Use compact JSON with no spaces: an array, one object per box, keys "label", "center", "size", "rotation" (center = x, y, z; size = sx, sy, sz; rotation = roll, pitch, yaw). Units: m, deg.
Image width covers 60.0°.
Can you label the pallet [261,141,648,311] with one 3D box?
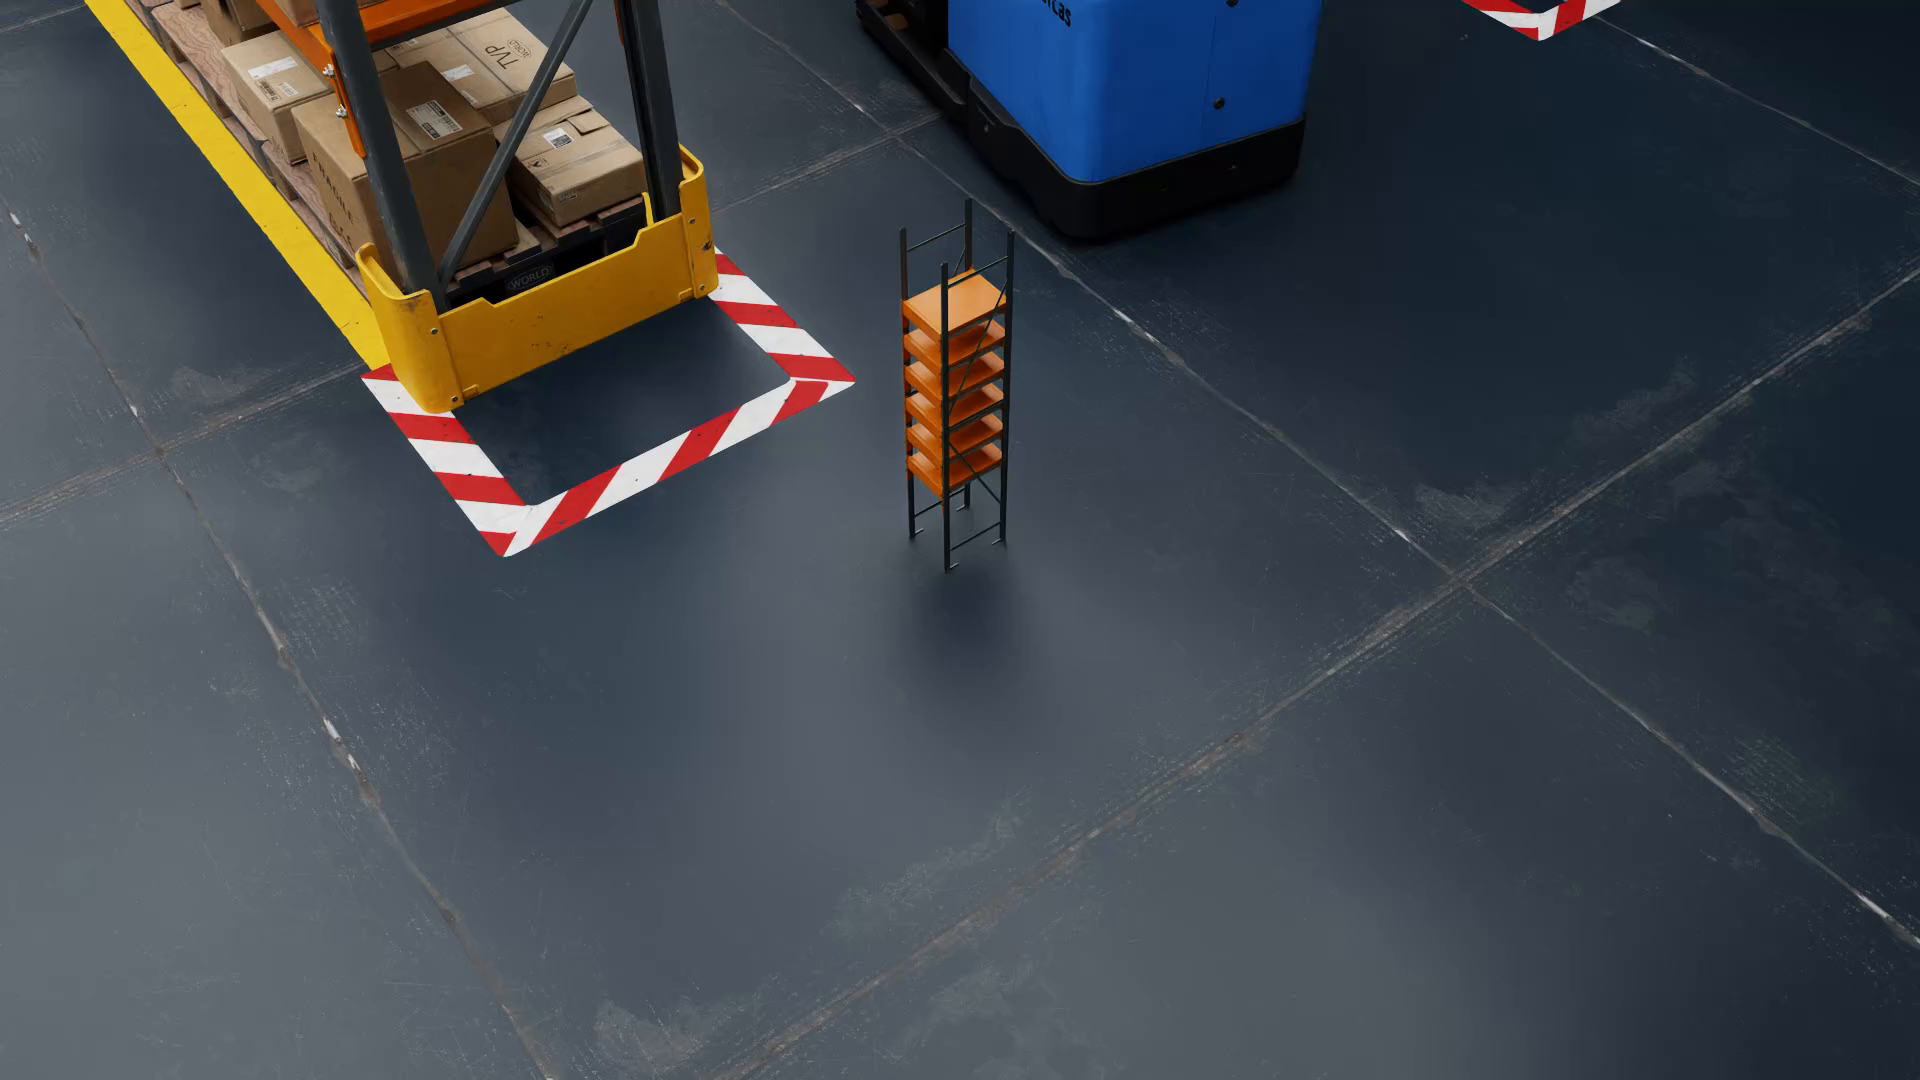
[{"label":"pallet","center":[-1.911,-1.311,6.296],"size":[1.003,0.211,1.213],"rotation":[-29,54,-24]}]

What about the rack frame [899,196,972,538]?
[{"label":"rack frame","center":[-0.064,-0.465,4.862],"size":[0.240,1.200,0.006],"rotation":[-29,54,-24]}]

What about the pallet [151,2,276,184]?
[{"label":"pallet","center":[-2.646,-2.030,6.948],"size":[1.003,0.211,1.213],"rotation":[-29,54,-24]}]

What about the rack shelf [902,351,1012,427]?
[{"label":"rack shelf","center":[-0.009,-0.462,4.757],"size":[0.258,0.103,0.180],"rotation":[-29,54,-24]}]

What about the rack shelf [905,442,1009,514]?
[{"label":"rack shelf","center":[-0.009,-0.220,5.024],"size":[0.258,0.103,0.180],"rotation":[-29,54,-24]}]

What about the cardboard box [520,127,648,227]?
[{"label":"cardboard box","center":[-1.362,-1.325,6.054],"size":[0.380,0.149,0.250],"rotation":[-29,54,-24]}]

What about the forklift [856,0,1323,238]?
[{"label":"forklift","center":[0.207,-3.204,6.176],"size":[1.130,2.935,3.031],"rotation":[-20,51,-18]}]

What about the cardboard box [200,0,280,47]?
[{"label":"cardboard box","center":[-2.662,-2.296,6.695],"size":[0.797,0.503,0.637],"rotation":[-29,54,-24]}]

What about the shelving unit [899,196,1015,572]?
[{"label":"shelving unit","center":[-0.009,-0.412,4.813],"size":[0.258,1.200,0.189],"rotation":[-29,54,-24]}]

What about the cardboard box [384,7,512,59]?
[{"label":"cardboard box","center":[-2.091,-1.995,6.593],"size":[0.500,0.250,0.500],"rotation":[-29,54,-24]}]

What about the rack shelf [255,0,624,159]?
[{"label":"rack shelf","center":[-2.593,-2.671,6.132],"size":[1.077,0.370,4.000],"rotation":[-29,54,-24]}]

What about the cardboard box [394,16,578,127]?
[{"label":"cardboard box","center":[-1.788,-1.700,6.326],"size":[0.500,0.250,0.500],"rotation":[-29,54,-24]}]

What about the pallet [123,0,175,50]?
[{"label":"pallet","center":[-3.389,-2.750,7.601],"size":[1.003,0.211,1.213],"rotation":[-29,54,-24]}]

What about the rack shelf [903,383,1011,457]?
[{"label":"rack shelf","center":[-0.009,-0.382,4.846],"size":[0.258,0.103,0.180],"rotation":[-29,54,-24]}]

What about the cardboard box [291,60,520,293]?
[{"label":"cardboard box","center":[-1.907,-1.252,5.750],"size":[0.500,0.500,0.500],"rotation":[-29,54,-24]}]

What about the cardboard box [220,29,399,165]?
[{"label":"cardboard box","center":[-2.458,-1.741,6.363],"size":[0.500,0.250,0.500],"rotation":[-29,54,-24]}]

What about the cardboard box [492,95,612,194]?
[{"label":"cardboard box","center":[-1.513,-1.478,6.181],"size":[0.380,0.166,0.250],"rotation":[-29,54,-24]}]

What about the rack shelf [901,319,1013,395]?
[{"label":"rack shelf","center":[-0.009,-0.543,4.668],"size":[0.258,0.103,0.180],"rotation":[-29,54,-24]}]

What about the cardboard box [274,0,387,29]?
[{"label":"cardboard box","center":[-1.869,-1.909,4.888],"size":[0.500,0.500,0.500],"rotation":[-28,54,-23]}]

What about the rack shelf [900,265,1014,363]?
[{"label":"rack shelf","center":[-0.009,-0.623,4.579],"size":[0.258,0.103,0.180],"rotation":[-29,54,-24]}]

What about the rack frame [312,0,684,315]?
[{"label":"rack frame","center":[-1.382,-1.733,4.797],"size":[1.000,3.000,0.127],"rotation":[-29,54,-24]}]

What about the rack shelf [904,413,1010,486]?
[{"label":"rack shelf","center":[-0.009,-0.301,4.935],"size":[0.258,0.103,0.180],"rotation":[-29,54,-24]}]

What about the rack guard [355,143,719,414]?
[{"label":"rack guard","center":[-1.428,-0.939,5.763],"size":[1.175,0.500,0.348],"rotation":[-29,54,-24]}]

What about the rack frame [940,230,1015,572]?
[{"label":"rack frame","center":[0.047,-0.358,4.764],"size":[0.240,1.200,0.006],"rotation":[-29,54,-24]}]

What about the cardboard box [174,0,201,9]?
[{"label":"cardboard box","center":[-3.190,-2.438,7.051],"size":[0.380,0.166,0.250],"rotation":[-29,54,-24]}]
